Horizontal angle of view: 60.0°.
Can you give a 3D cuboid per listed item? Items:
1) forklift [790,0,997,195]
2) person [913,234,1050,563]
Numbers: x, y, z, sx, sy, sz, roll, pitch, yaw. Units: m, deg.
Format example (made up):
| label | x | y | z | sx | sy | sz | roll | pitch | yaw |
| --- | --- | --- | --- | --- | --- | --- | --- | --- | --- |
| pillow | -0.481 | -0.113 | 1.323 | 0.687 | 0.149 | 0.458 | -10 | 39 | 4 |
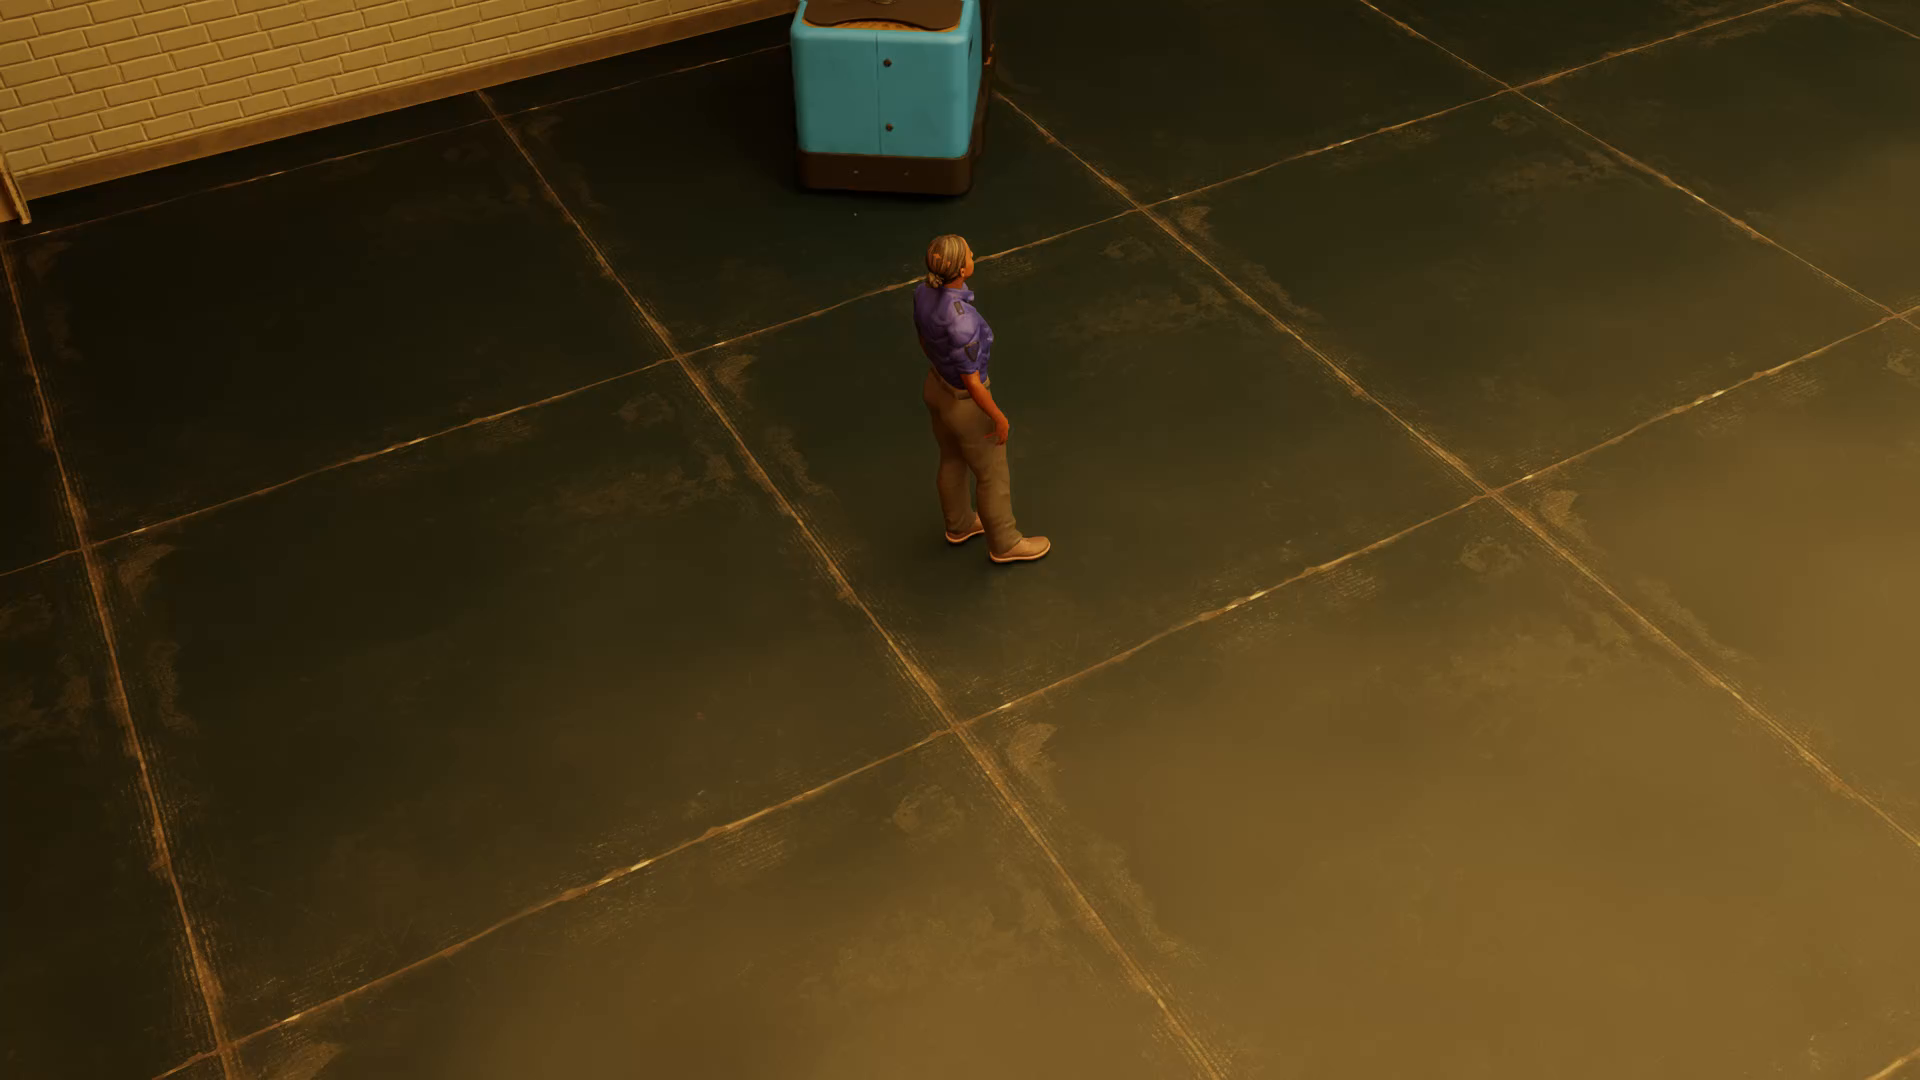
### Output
| label | x | y | z | sx | sy | sz | roll | pitch | yaw |
| --- | --- | --- | --- | --- | --- | --- | --- | --- | --- |
| forklift | -0.335 | -4.144 | 10.166 | 1.130 | 2.935 | 3.031 | 3 | 43 | 4 |
| person | 0.086 | -0.629 | 7.305 | 0.504 | 1.654 | 0.569 | -21 | 47 | -21 |
